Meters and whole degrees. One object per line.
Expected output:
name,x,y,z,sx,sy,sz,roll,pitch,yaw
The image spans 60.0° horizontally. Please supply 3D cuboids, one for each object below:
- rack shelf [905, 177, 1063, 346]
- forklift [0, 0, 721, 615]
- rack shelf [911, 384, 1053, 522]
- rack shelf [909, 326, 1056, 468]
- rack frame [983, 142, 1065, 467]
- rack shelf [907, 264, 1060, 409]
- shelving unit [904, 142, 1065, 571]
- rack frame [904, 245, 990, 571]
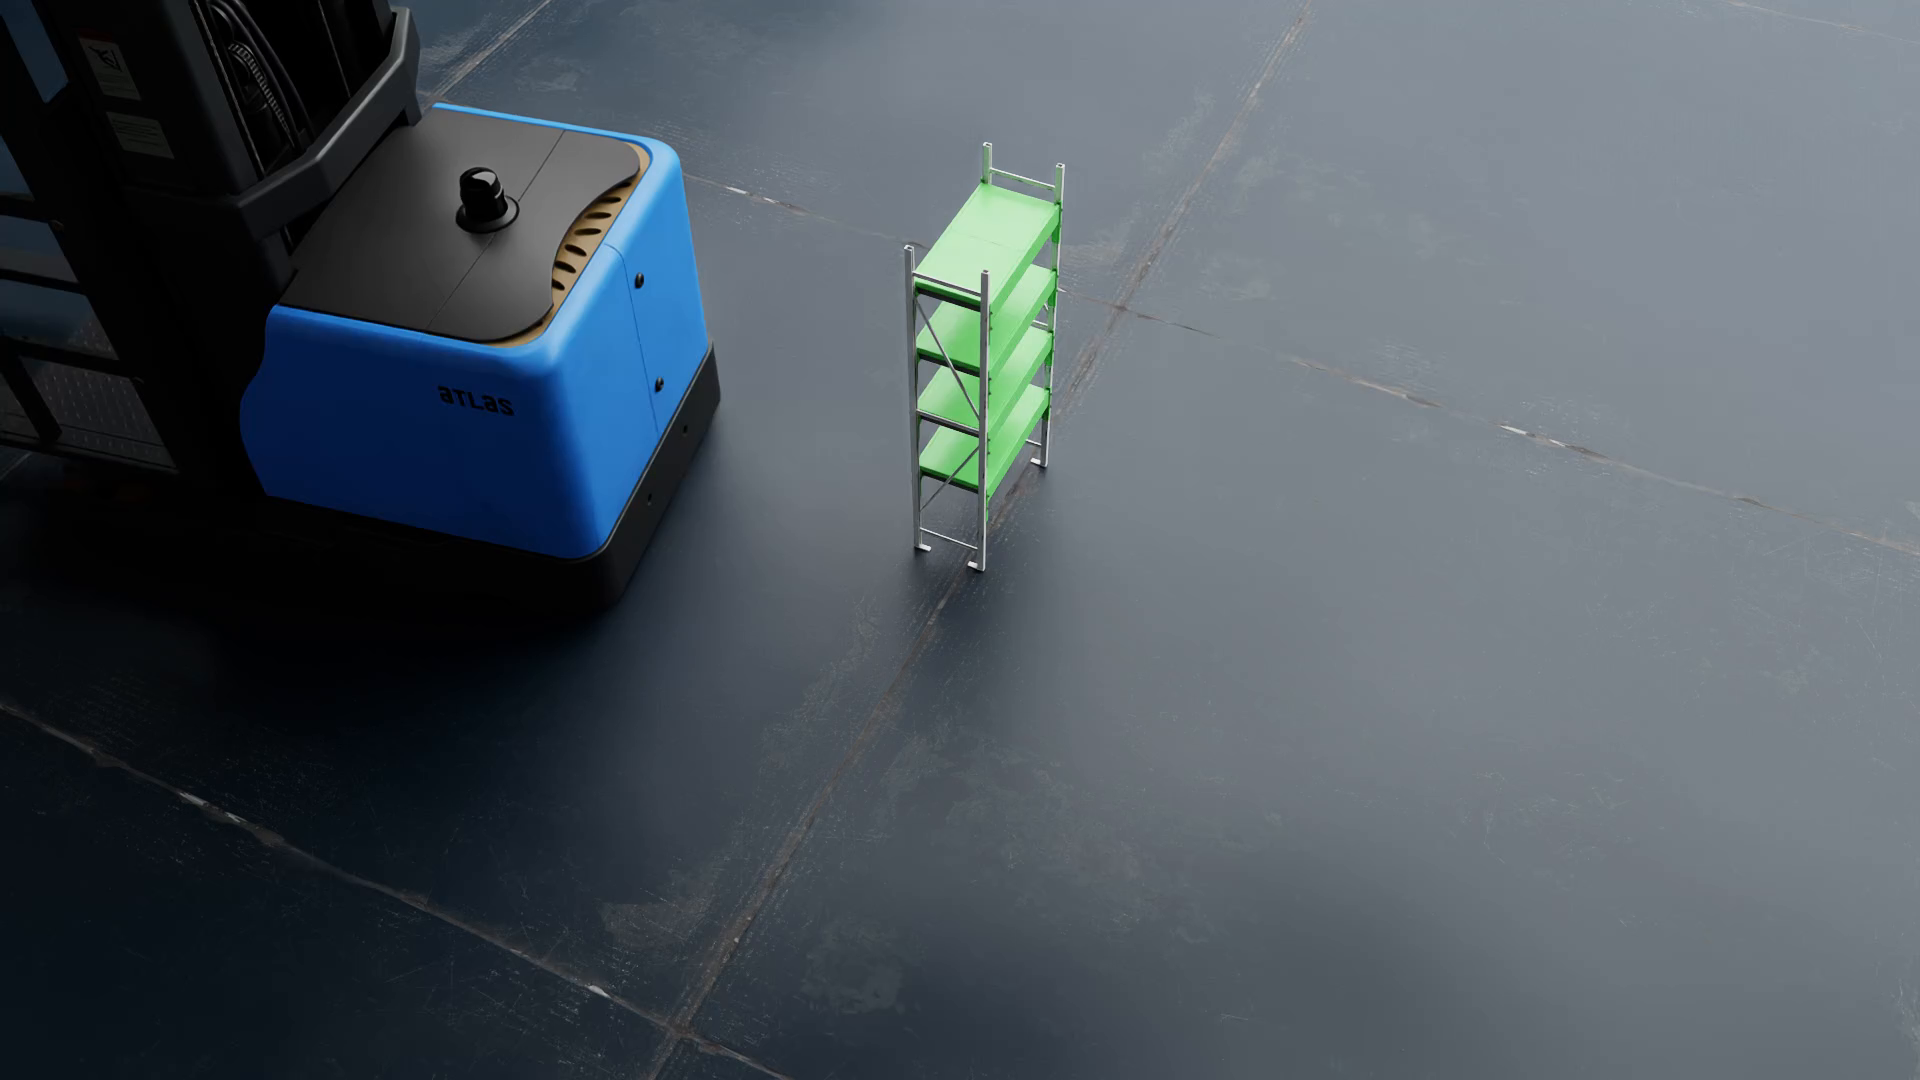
rack shelf,0.071,-0.772,4.573,0.258,0.148,0.480,20,52,16
forklift,-2.374,-1.348,4.472,3.031,2.935,1.130,12,51,10
rack shelf,0.071,-0.306,5.121,0.258,0.148,0.480,20,52,16
rack shelf,0.071,-0.461,4.939,0.258,0.148,0.480,20,52,16
rack frame,0.175,-0.671,5.033,0.240,1.200,0.015,20,52,16
rack shelf,0.071,-0.617,4.756,0.258,0.148,0.480,20,52,16
shelving unit,0.071,-0.503,4.890,0.258,1.200,0.503,20,52,16
rack frame,-0.034,-0.335,4.747,0.240,1.200,0.015,20,52,16
